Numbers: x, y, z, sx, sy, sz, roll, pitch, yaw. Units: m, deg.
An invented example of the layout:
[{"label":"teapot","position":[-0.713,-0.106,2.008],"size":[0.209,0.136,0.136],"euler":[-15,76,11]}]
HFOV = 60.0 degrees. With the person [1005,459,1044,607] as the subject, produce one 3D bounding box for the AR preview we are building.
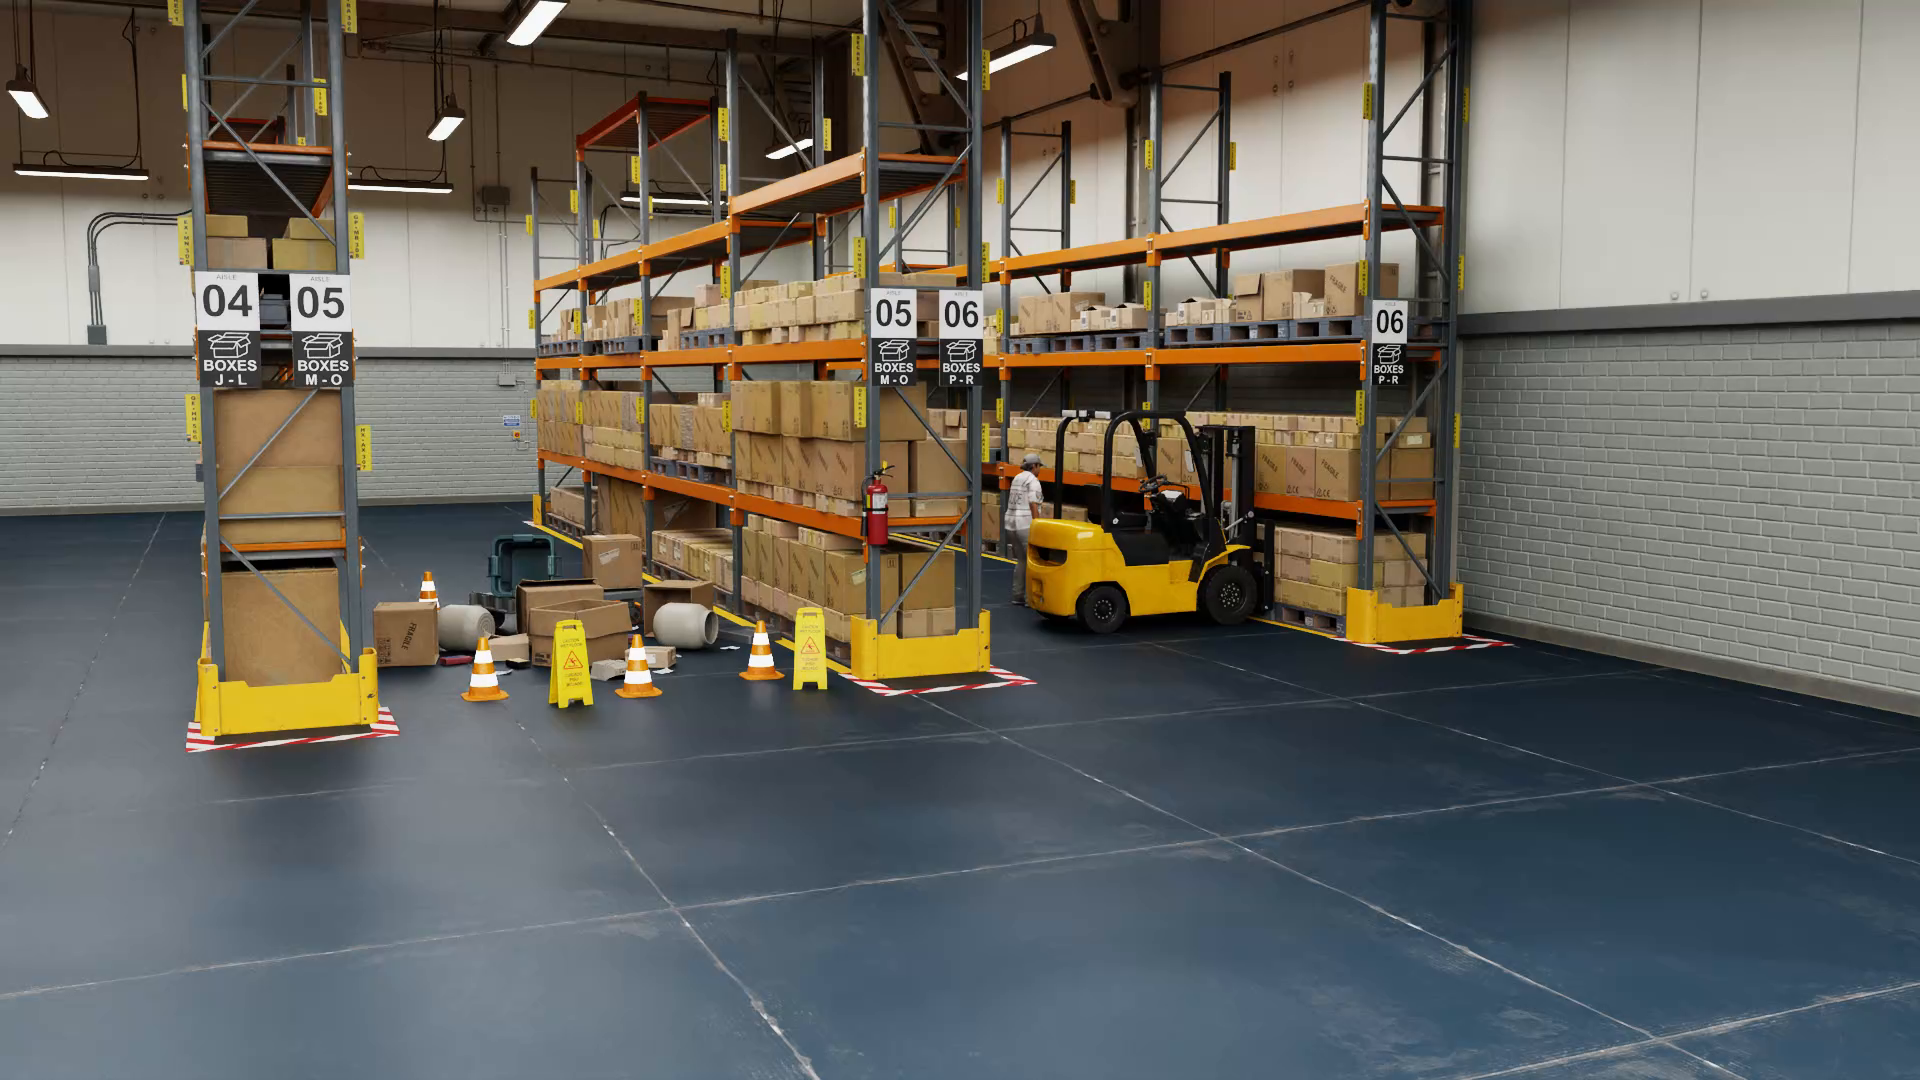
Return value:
[{"label":"person","position":[0.723,-0.104,18.129],"size":[0.398,1.652,0.564],"euler":[-3,6,-27]}]
